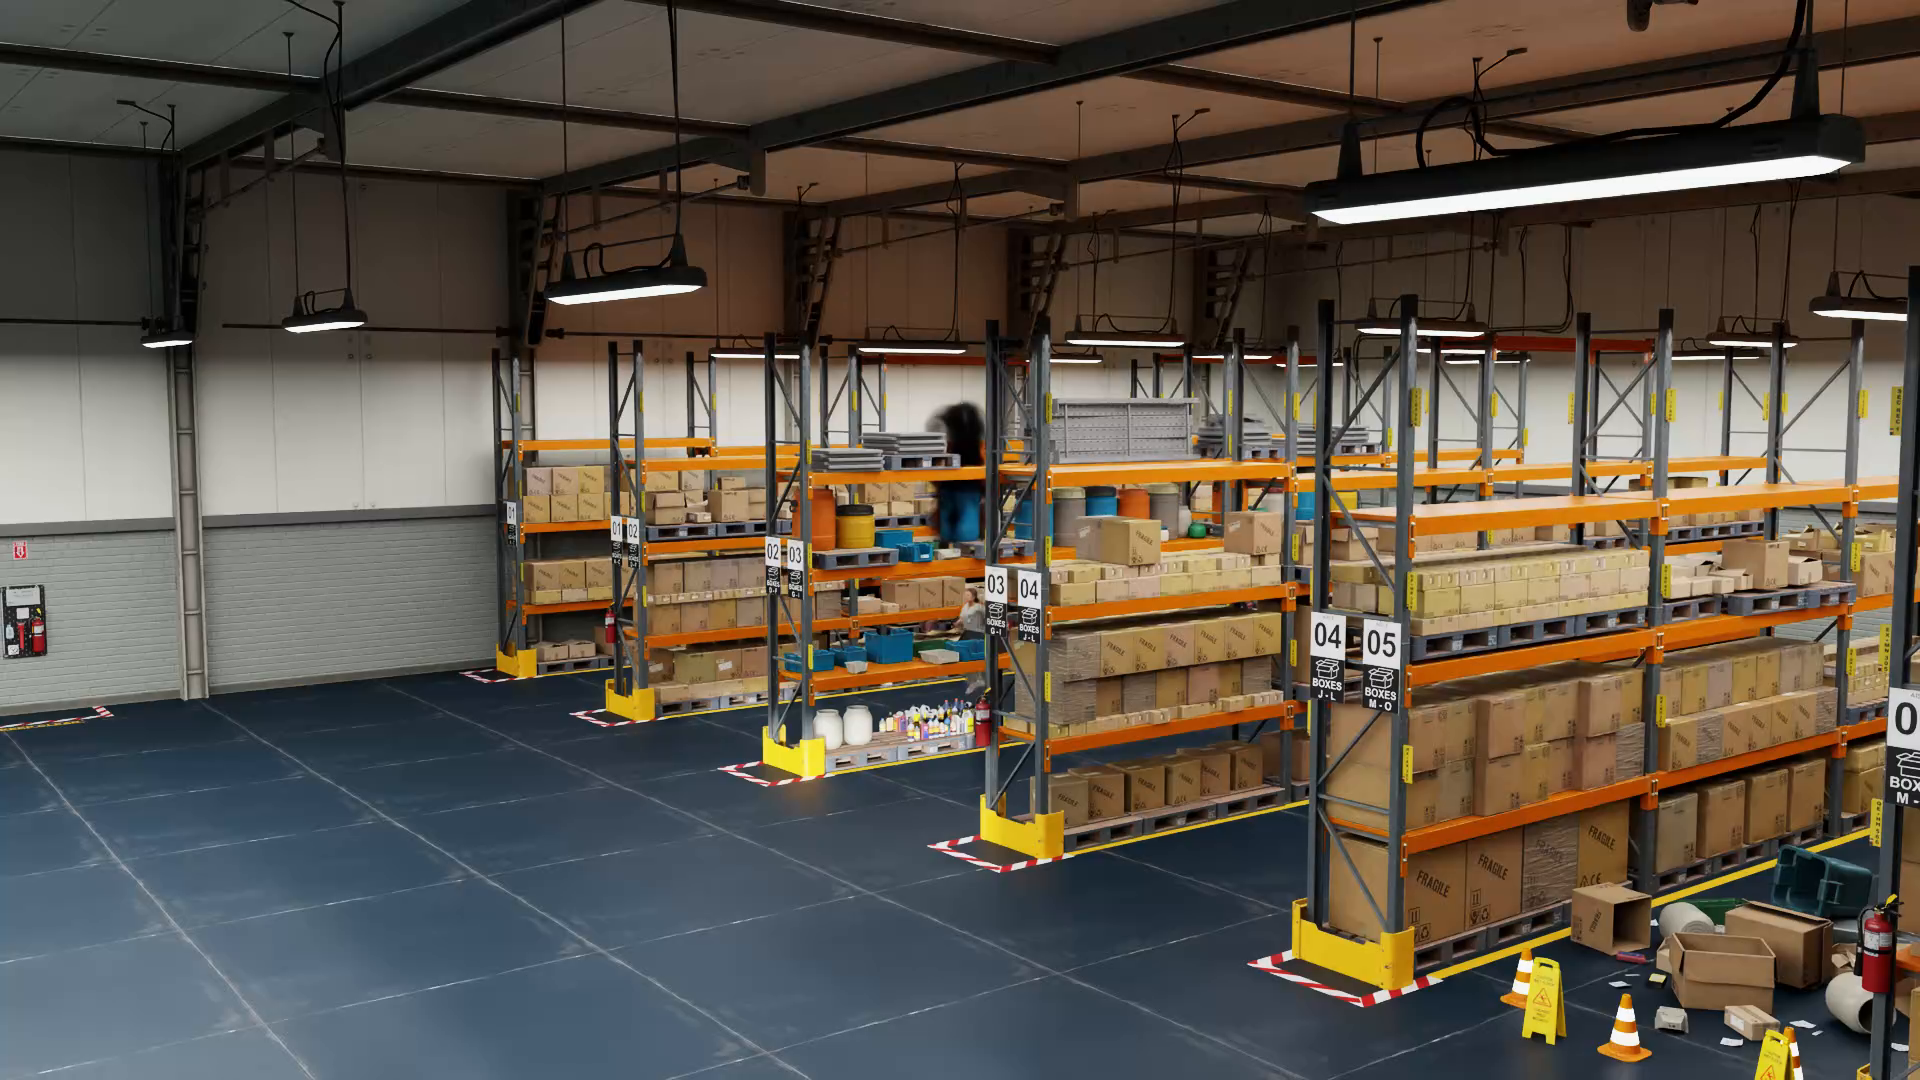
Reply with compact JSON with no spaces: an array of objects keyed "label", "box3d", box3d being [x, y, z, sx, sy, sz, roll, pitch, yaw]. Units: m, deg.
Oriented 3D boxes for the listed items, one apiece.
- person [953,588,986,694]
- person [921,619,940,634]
[{"label":"person","box3d":[0.202,1.664,27.421,0.774,1.739,0.518,-4,6,-35]},{"label":"person","box3d":[-0.652,1.525,32.661,0.580,1.559,0.730,4,7,41]}]
